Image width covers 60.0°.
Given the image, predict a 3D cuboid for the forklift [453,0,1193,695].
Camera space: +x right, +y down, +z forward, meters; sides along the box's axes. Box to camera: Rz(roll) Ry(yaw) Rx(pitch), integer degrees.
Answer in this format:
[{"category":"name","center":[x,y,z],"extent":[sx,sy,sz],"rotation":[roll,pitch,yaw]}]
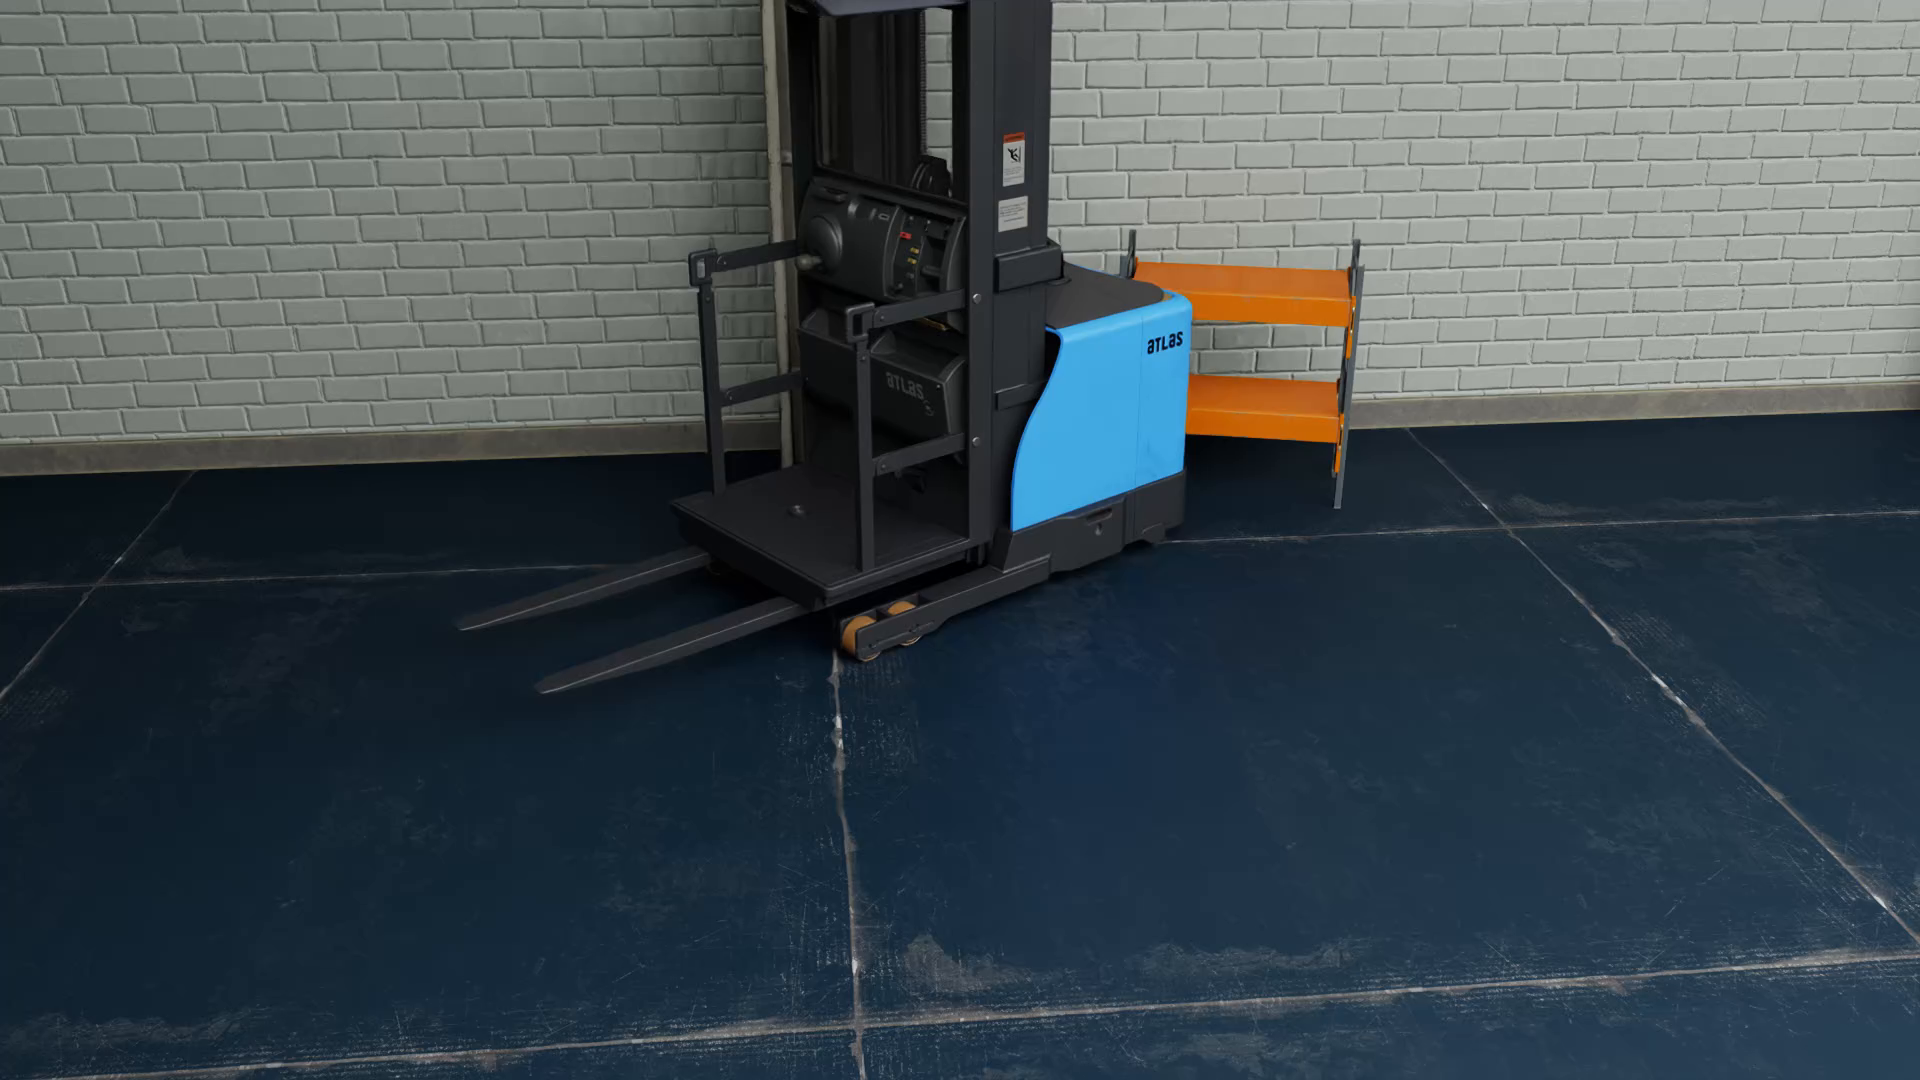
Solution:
[{"category":"forklift","center":[-0.468,-1.126,6.174],"extent":[3.031,2.935,1.130],"rotation":[-19,30,-36]}]

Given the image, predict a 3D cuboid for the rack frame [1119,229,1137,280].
[{"category":"rack frame","center":[0.761,-0.829,7.731],"extent":[0.032,1.125,0.500],"rotation":[4,24,9]}]

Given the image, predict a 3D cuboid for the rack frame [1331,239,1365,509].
[{"category":"rack frame","center":[1.761,-0.755,7.565],"extent":[0.032,1.125,0.500],"rotation":[4,24,9]}]

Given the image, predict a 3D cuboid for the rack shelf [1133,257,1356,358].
[{"category":"rack shelf","center":[1.261,-1.060,7.529],"extent":[1.000,0.278,0.538],"rotation":[4,24,9]}]

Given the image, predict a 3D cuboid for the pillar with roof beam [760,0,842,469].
[{"category":"pillar with roof beam","center":[-0.254,-2.784,2.434],"extent":[0.400,9.000,9.100],"rotation":[-2,24,-5]}]

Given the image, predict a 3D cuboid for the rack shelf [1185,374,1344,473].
[{"category":"rack shelf","center":[1.261,-0.569,7.747],"extent":[1.000,0.278,0.538],"rotation":[4,24,9]}]

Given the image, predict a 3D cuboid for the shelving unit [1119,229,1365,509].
[{"category":"shelving unit","center":[1.261,-0.792,7.648],"extent":[1.048,1.125,0.538],"rotation":[4,24,9]}]
